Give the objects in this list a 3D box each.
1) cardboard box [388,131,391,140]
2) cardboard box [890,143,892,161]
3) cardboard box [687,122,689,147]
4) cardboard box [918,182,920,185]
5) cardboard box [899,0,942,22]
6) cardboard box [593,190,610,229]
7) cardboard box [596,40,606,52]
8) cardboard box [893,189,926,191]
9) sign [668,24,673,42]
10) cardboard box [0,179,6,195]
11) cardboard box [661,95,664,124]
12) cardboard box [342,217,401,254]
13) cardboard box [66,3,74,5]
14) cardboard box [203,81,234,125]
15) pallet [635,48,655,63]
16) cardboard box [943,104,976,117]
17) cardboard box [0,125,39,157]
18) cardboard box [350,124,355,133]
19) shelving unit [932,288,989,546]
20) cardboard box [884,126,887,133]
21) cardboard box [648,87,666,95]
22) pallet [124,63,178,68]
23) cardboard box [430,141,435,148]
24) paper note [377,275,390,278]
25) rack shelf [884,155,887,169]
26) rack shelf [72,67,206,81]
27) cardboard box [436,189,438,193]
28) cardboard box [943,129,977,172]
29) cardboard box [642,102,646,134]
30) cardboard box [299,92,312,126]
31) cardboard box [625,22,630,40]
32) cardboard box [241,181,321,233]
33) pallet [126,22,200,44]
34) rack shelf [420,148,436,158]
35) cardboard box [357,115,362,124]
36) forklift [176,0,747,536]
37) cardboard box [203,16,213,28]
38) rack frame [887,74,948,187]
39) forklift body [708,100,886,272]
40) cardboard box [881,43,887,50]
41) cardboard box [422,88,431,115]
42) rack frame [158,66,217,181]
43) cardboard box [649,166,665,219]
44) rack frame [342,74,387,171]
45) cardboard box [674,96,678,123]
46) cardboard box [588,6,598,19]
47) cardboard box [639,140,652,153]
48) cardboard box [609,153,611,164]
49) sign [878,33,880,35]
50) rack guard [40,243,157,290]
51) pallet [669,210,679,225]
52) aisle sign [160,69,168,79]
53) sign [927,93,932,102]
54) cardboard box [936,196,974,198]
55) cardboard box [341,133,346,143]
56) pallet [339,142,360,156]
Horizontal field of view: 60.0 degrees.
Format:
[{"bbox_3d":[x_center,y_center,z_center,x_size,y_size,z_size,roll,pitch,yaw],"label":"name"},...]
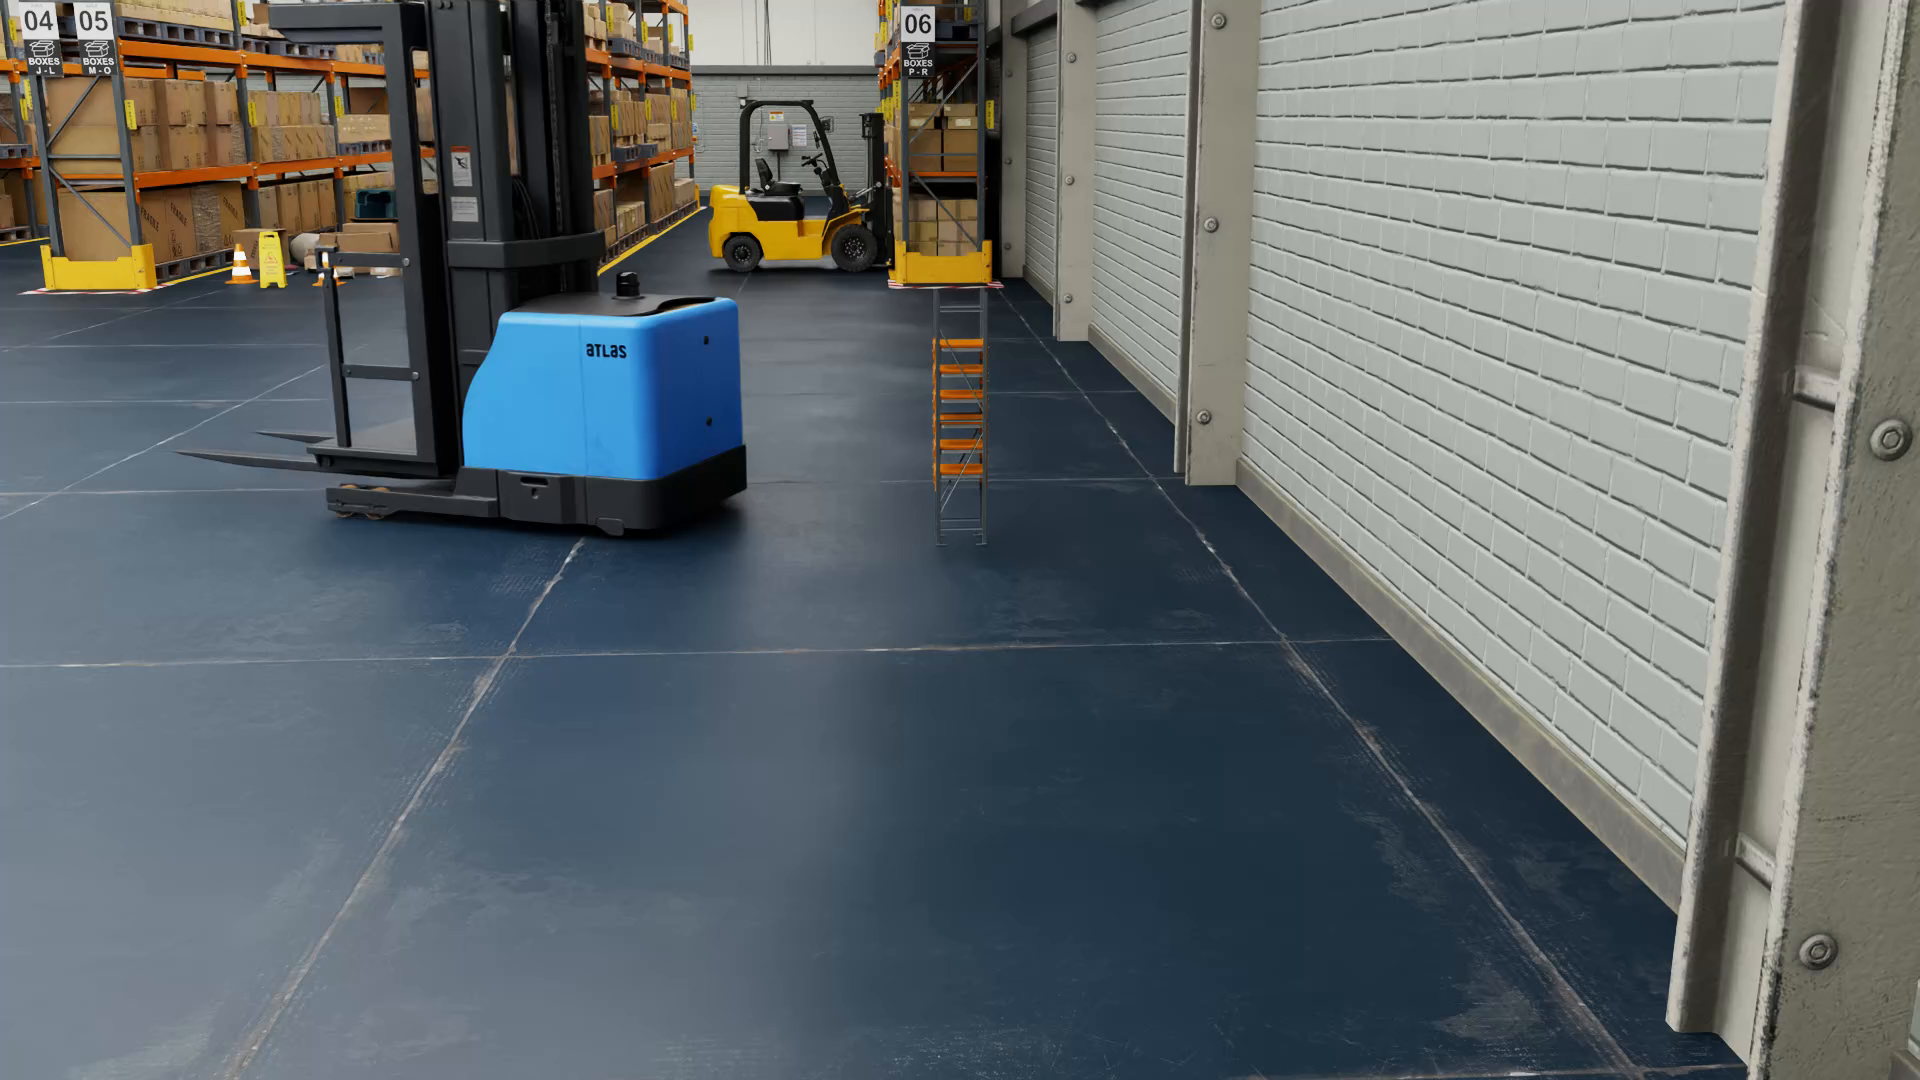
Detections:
[{"bbox_3d":[-10.611,-7.396,30.412,0.380,0.149,0.250,-1,14,-5],"label":"cardboard box"},{"bbox_3d":[-0.779,-5.773,24.744,0.500,0.250,0.500,-1,14,-4],"label":"cardboard box"},{"bbox_3d":[-5.837,-8.314,34.118,0.500,0.500,0.500,-1,14,-5],"label":"cardboard box"},{"bbox_3d":[-0.552,-6.356,29.583,0.380,0.149,0.250,-1,14,-3],"label":"cardboard box"},{"bbox_3d":[-0.473,-6.464,19.865,0.500,0.500,0.500,0,14,-2],"label":"cardboard box"},{"bbox_3d":[-5.066,-4.487,22.617,0.500,0.500,0.500,-1,14,-2],"label":"cardboard box"},{"bbox_3d":[-5.079,-6.779,22.838,0.380,0.149,0.250,-1,14,-3],"label":"cardboard box"},{"bbox_3d":[-0.711,-4.703,22.953,0.500,0.250,0.500,-1,14,-3],"label":"cardboard box"},{"bbox_3d":[-5.358,-9.378,30.765,0.100,0.325,0.005,-1,14,-3],"label":"sign"},{"bbox_3d":[-15.471,-5.563,26.257,0.500,0.250,0.500,0,14,-1],"label":"cardboard box"},{"bbox_3d":[-5.570,-7.682,29.655,0.500,0.500,0.500,0,14,-2],"label":"cardboard box"},{"bbox_3d":[-7.858,-4.014,22.344,0.797,0.637,0.503,-1,14,-3],"label":"cardboard box"},{"bbox_3d":[-10.399,-6.319,19.206,0.500,0.250,0.500,-1,14,-3],"label":"cardboard box"},{"bbox_3d":[-10.199,-5.788,22.036,0.875,0.550,0.550,-1,14,-3],"label":"cardboard box"},{"bbox_3d":[-5.744,-8.037,27.603,1.213,0.211,1.003,0,14,-1],"label":"pallet"},{"bbox_3d":[-0.010,-5.198,20.109,0.380,0.149,0.250,-1,14,-5],"label":"cardboard box"},{"bbox_3d":[-15.301,-6.537,27.213,0.500,0.500,0.500,0,14,-2],"label":"cardboard box"},{"bbox_3d":[-10.470,-6.961,28.124,0.380,0.149,0.250,-1,14,-3],"label":"cardboard box"},{"bbox_3d":[0.001,-0.577,7.863,0.258,1.200,0.189,-1,14,-3],"label":"shelving unit"},{"bbox_3d":[-1.086,-6.982,28.602,0.500,0.250,0.500,-2,15,-6],"label":"cardboard box"},{"bbox_3d":[-5.660,-8.441,31.303,0.380,0.149,0.250,-1,14,-4],"label":"cardboard box"},{"bbox_3d":[-15.903,-9.274,32.211,1.003,0.211,1.213,-1,14,-3],"label":"pallet"},{"bbox_3d":[-10.745,-7.953,33.419,0.380,0.149,0.250,-2,15,-6],"label":"cardboard box"},{"bbox_3d":[-7.201,-3.293,20.765,0.148,0.019,0.142,-6,16,-23],"label":"paper note"},{"bbox_3d":[-0.821,-6.743,29.658,1.077,0.370,4.000,-1,14,-3],"label":"rack shelf"},{"bbox_3d":[-15.914,-8.960,32.255,1.077,0.370,4.000,-1,14,-3],"label":"rack shelf"},{"bbox_3d":[-10.685,-6.987,33.443,0.380,0.149,0.250,-1,14,-3],"label":"cardboard box"},{"bbox_3d":[0.045,-4.780,20.385,0.500,0.500,0.500,0,14,-2],"label":"cardboard box"},{"bbox_3d":[-5.346,-6.804,26.809,0.500,0.500,0.500,-1,14,-5],"label":"cardboard box"},{"bbox_3d":[-10.535,-6.710,25.879,0.700,0.500,0.500,-1,14,-4],"label":"cardboard box"},{"bbox_3d":[-5.072,-7.383,24.139,0.500,0.250,0.500,-1,14,-4],"label":"cardboard box"},{"bbox_3d":[-10.580,-5.159,25.728,1.050,0.750,0.750,-1,14,-3],"label":"cardboard box"},{"bbox_3d":[-10.225,-6.324,20.742,1.003,0.211,1.213,-1,14,-3],"label":"pallet"},{"bbox_3d":[-10.958,-7.559,32.828,1.077,0.370,4.000,-1,14,-3],"label":"rack shelf"},{"bbox_3d":[-10.504,-7.230,28.573,0.380,0.149,0.250,0,14,-2],"label":"cardboard box"},{"bbox_3d":[-2.701,-1.637,8.508,3.031,2.935,1.130,5,15,18],"label":"forklift"},{"bbox_3d":[-9.947,-6.727,21.592,0.380,0.149,0.250,-1,14,-3],"label":"cardboard box"},{"bbox_3d":[-0.698,-6.594,27.635,1.000,3.000,0.127,-1,14,-3],"label":"rack frame"},{"bbox_3d":[-2.140,-4.637,21.732,2.313,2.155,1.214,-1,14,-3],"label":"forklift body"},{"bbox_3d":[-1.203,-8.709,29.297,0.380,0.149,0.250,-1,14,-2],"label":"cardboard box"},{"bbox_3d":[-10.696,-8.585,32.567,0.500,0.500,0.500,-1,14,-5],"label":"cardboard box"},{"bbox_3d":[-16.038,-8.353,34.472,1.000,3.000,0.127,-1,14,-3],"label":"rack frame"},{"bbox_3d":[-5.662,-6.086,29.081,0.875,0.875,0.875,-1,14,-3],"label":"cardboard box"},{"bbox_3d":[-10.834,-7.410,30.805,1.000,3.000,0.127,-1,14,-3],"label":"rack frame"},{"bbox_3d":[-5.712,-8.292,32.026,0.500,0.500,0.500,-1,14,-4],"label":"cardboard box"},{"bbox_3d":[-5.000,-6.971,21.986,0.380,0.149,0.250,0,14,-2],"label":"cardboard box"},{"bbox_3d":[-5.431,-6.569,27.841,0.500,0.250,0.500,-1,14,-4],"label":"cardboard box"},{"bbox_3d":[-5.080,-5.325,23.206,0.380,0.149,0.250,-1,14,-4],"label":"cardboard box"},{"bbox_3d":[-1.487,-9.282,31.023,0.100,0.325,0.005,-1,14,-3],"label":"sign"},{"bbox_3d":[-10.089,-3.209,19.495,1.175,0.500,0.348,-1,14,-3],"label":"rack guard"},{"bbox_3d":[-5.776,-5.970,30.806,1.003,0.211,1.213,-1,14,-3],"label":"pallet"},{"bbox_3d":[-16.342,-9.625,34.200,0.394,0.787,0.004,-1,14,-3],"label":"aisle sign"},{"bbox_3d":[-0.638,-9.301,35.198,0.100,0.325,0.005,-1,14,-3],"label":"sign"},{"bbox_3d":[-0.077,-4.207,21.027,0.500,0.250,0.500,-1,14,-3],"label":"cardboard box"},{"bbox_3d":[-10.428,-6.678,27.622,0.380,0.149,0.250,0,14,-1],"label":"cardboard box"},{"bbox_3d":[-10.736,-6.498,27.645,1.213,0.211,1.003,-1,14,-3],"label":"pallet"}]
